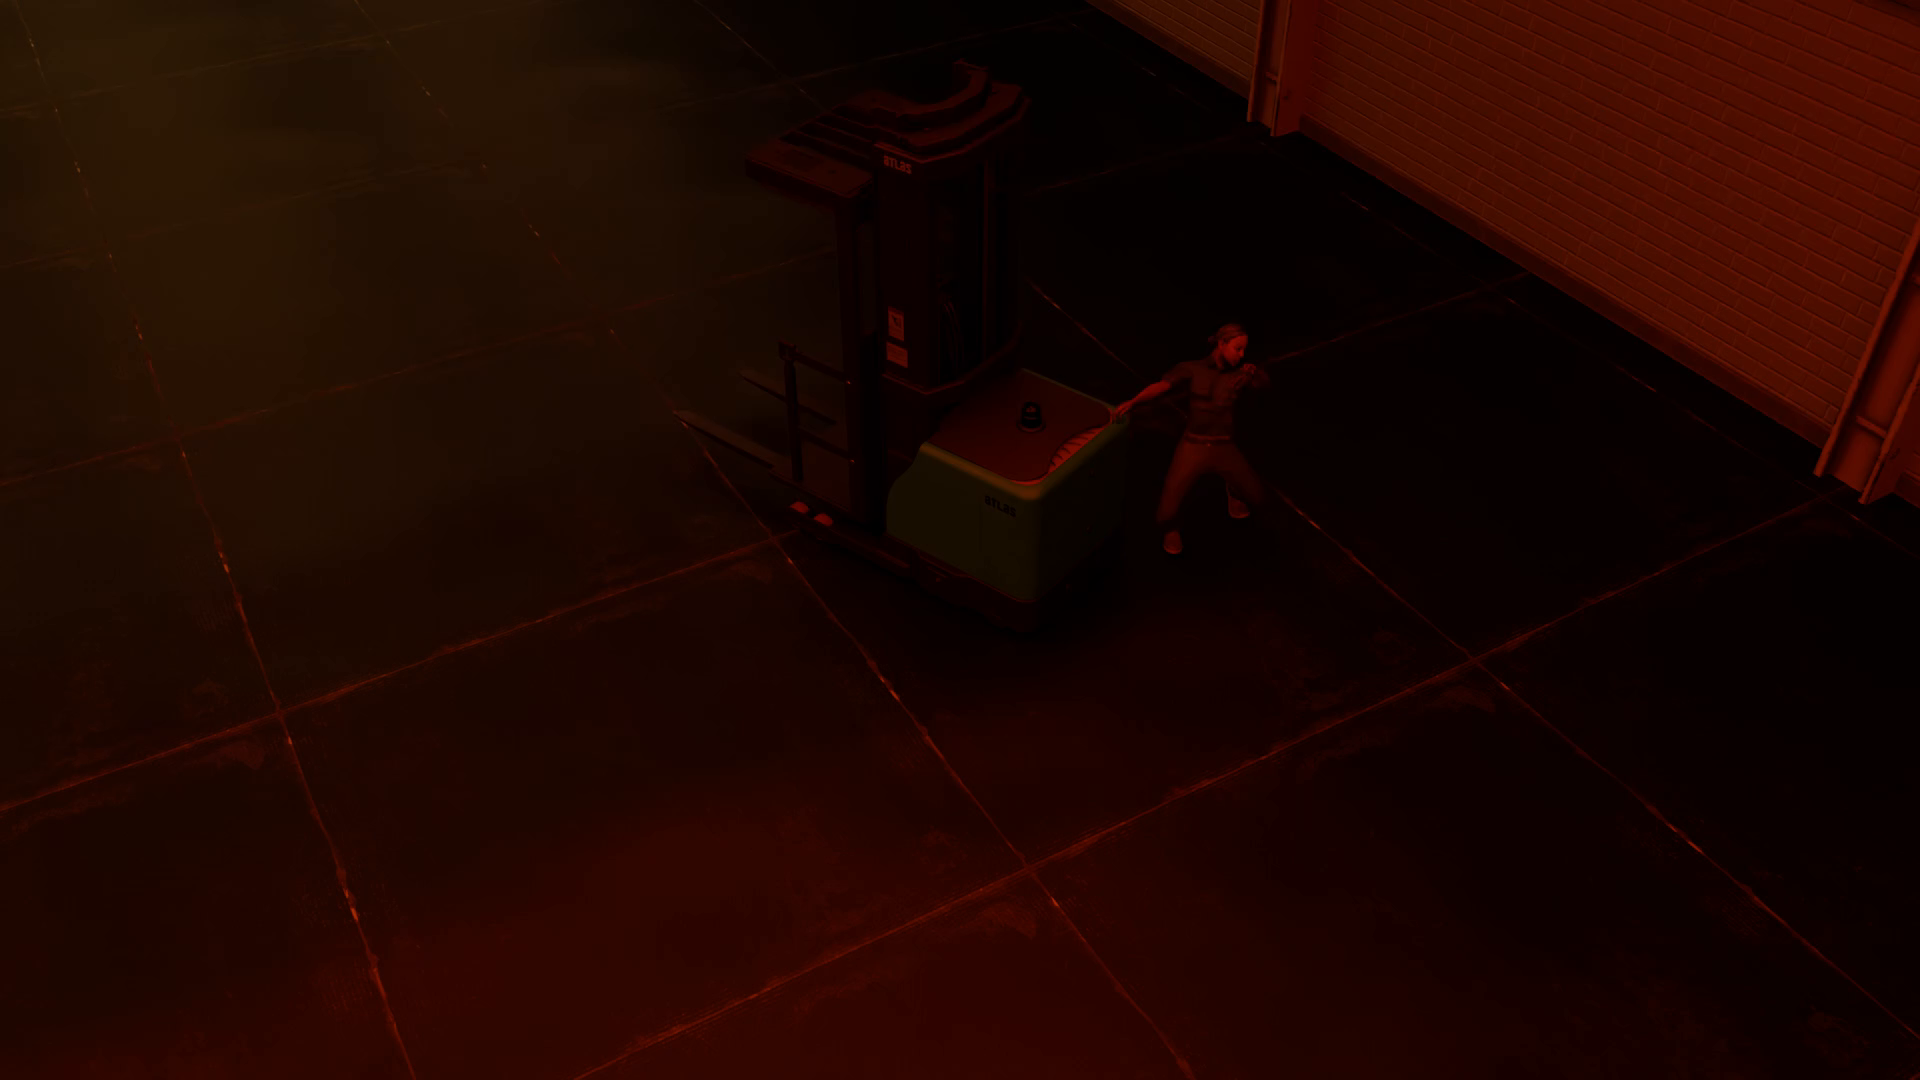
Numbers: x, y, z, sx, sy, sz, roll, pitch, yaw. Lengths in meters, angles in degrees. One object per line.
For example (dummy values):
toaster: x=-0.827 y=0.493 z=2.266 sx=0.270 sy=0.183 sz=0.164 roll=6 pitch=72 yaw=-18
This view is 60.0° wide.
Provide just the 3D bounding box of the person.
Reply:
person: x=1.337 y=-0.556 z=9.810 sx=1.017 sy=1.490 sz=0.679 roll=-7 pitch=40 yaw=-8

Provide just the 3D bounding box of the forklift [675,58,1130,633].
forklift: x=-0.481 y=-1.366 z=9.683 sx=3.031 sy=2.935 sz=1.130 roll=26 pitch=46 yaw=28
